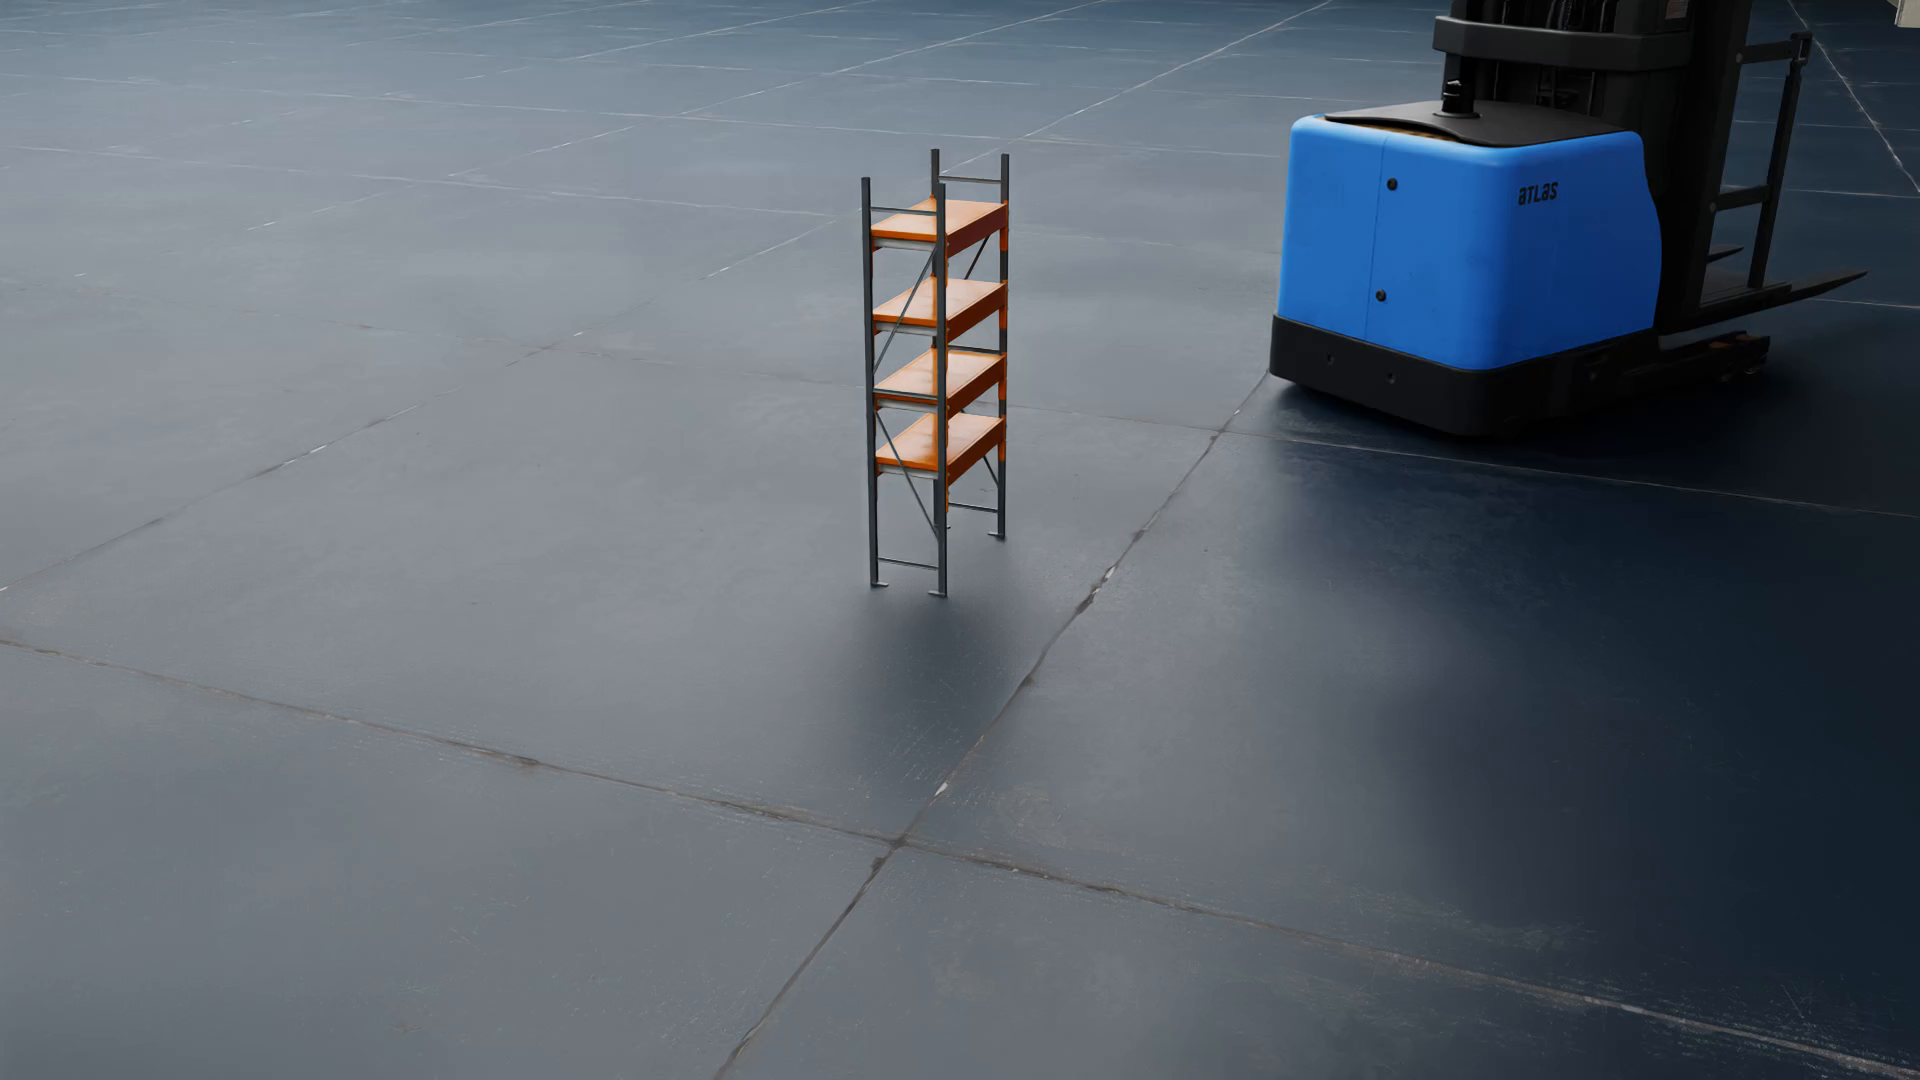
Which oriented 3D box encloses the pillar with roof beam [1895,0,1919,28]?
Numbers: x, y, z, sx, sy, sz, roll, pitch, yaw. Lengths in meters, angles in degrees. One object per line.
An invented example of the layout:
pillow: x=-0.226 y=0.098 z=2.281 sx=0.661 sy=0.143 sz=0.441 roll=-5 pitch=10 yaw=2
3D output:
pillar with roof beam: x=7.554 y=-11.017 z=19.949 sx=9.100 sy=9.000 sz=0.400 roll=9 pitch=24 yaw=20

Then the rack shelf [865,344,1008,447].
rack shelf: x=-0.062 y=-0.432 z=4.903 sx=0.258 sy=0.148 sz=0.480 roll=9 pitch=24 yaw=20

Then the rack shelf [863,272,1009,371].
rack shelf: x=-0.062 y=-0.639 z=4.817 sx=0.258 sy=0.148 sz=0.480 roll=9 pitch=24 yaw=20

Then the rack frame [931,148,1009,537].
rack frame: x=0.029 y=-0.582 z=5.086 sx=0.240 sy=1.200 sz=0.015 roll=9 pitch=24 yaw=20

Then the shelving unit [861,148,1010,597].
shelving unit: x=-0.062 y=-0.494 z=4.877 sx=0.258 sy=1.200 sz=0.503 roll=9 pitch=24 yaw=20

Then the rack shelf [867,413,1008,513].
rack shelf: x=-0.061 y=-0.249 z=4.979 sx=0.258 sy=0.148 sz=0.480 roll=9 pitch=24 yaw=20

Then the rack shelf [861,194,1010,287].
rack shelf: x=-0.062 y=-0.857 z=4.725 sx=0.258 sy=0.148 sz=0.480 roll=9 pitch=24 yaw=20

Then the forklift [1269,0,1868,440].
forklift: x=2.737 y=-2.144 z=6.581 sx=3.031 sy=2.935 sz=1.130 roll=-15 pitch=27 yaw=-32

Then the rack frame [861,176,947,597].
rack frame: x=-0.152 y=-0.407 z=4.668 sx=0.240 sy=1.200 sz=0.015 roll=9 pitch=24 yaw=20
